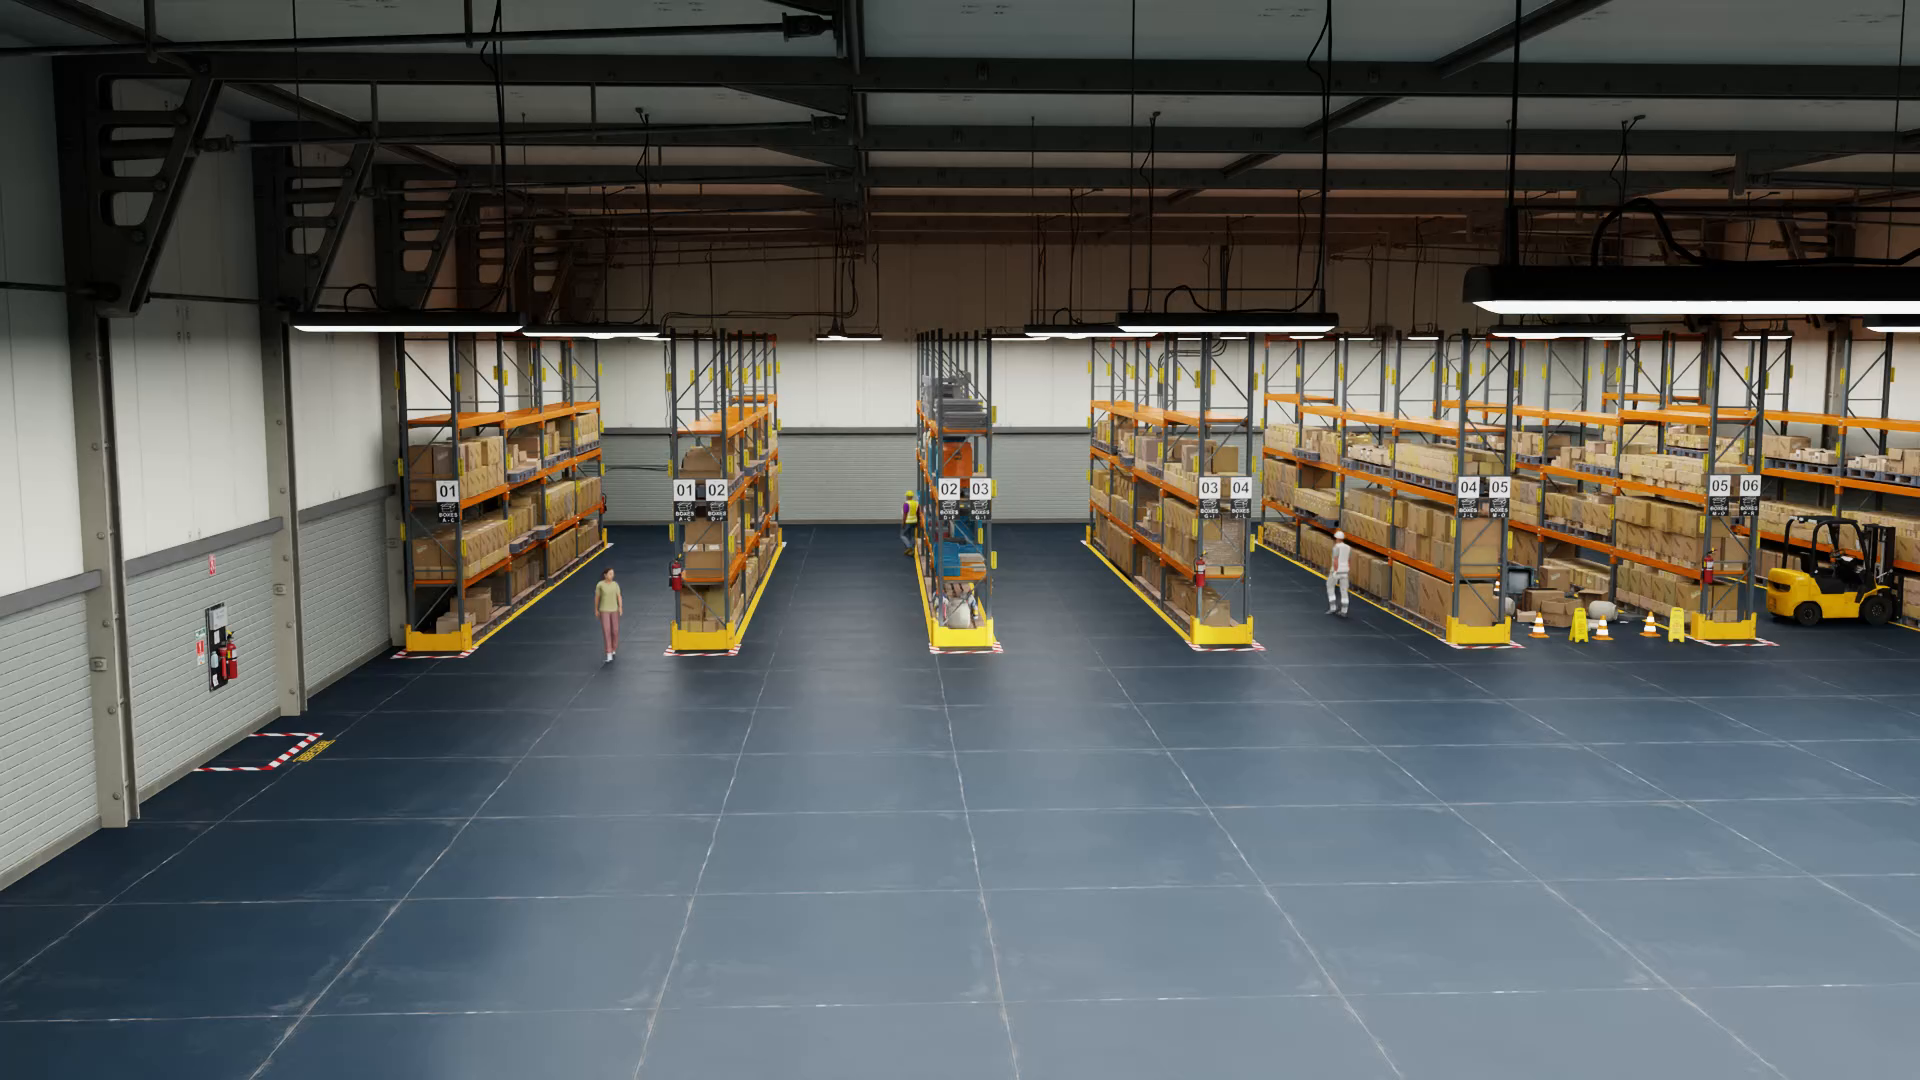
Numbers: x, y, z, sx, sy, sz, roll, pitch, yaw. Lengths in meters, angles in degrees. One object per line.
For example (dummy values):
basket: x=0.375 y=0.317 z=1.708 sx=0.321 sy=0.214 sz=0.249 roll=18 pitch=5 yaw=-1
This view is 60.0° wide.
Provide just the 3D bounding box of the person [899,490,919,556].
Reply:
person: x=-1.339 y=-0.459 z=45.046 sx=0.465 sy=1.766 sz=0.618 roll=6 pitch=9 yaw=43

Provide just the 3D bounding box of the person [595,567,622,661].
person: x=-6.363 y=1.333 z=30.380 sx=0.469 sy=1.660 sz=0.738 roll=-4 pitch=8 yaw=-30

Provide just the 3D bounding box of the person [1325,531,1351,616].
person: x=8.039 y=0.721 z=35.062 sx=0.524 sy=1.804 sz=0.559 roll=-2 pitch=7 yaw=-14
